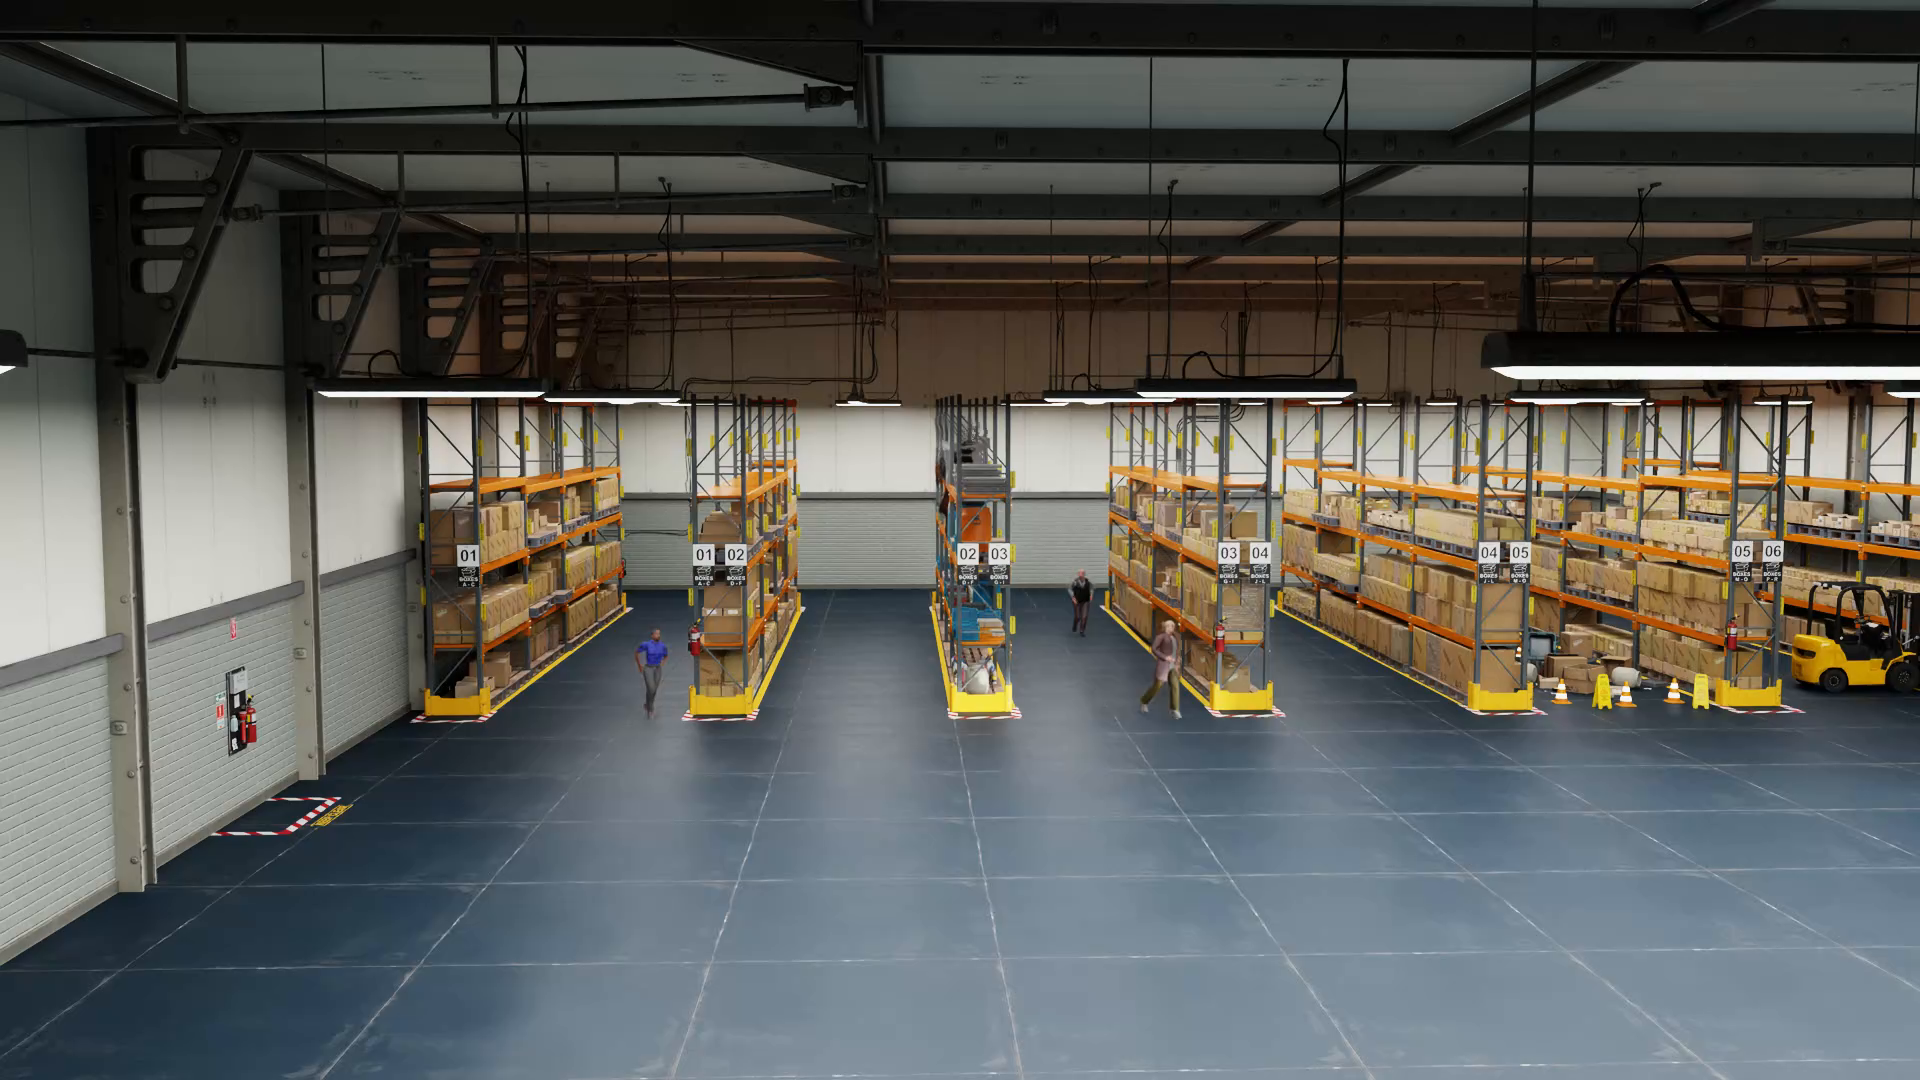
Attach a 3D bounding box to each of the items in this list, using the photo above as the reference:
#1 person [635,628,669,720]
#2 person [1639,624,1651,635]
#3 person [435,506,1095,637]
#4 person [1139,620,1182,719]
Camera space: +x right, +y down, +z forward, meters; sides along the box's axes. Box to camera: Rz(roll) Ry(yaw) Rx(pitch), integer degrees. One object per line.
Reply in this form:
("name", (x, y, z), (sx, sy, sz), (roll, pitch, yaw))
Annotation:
("person", (-5.730, 2.495, 31.019), (0.591, 1.712, 0.713), (-3, 5, -35))
("person", (16.605, 1.696, 40.305), (0.543, 1.697, 0.909), (-1, 5, -7))
("person", (-3.304, 0.874, 37.032), (14.624, 3.893, 8.802), (-1, 5, -7))
("person", (3.887, 2.388, 31.055), (0.749, 1.765, 1.033), (-3, 6, -36))
